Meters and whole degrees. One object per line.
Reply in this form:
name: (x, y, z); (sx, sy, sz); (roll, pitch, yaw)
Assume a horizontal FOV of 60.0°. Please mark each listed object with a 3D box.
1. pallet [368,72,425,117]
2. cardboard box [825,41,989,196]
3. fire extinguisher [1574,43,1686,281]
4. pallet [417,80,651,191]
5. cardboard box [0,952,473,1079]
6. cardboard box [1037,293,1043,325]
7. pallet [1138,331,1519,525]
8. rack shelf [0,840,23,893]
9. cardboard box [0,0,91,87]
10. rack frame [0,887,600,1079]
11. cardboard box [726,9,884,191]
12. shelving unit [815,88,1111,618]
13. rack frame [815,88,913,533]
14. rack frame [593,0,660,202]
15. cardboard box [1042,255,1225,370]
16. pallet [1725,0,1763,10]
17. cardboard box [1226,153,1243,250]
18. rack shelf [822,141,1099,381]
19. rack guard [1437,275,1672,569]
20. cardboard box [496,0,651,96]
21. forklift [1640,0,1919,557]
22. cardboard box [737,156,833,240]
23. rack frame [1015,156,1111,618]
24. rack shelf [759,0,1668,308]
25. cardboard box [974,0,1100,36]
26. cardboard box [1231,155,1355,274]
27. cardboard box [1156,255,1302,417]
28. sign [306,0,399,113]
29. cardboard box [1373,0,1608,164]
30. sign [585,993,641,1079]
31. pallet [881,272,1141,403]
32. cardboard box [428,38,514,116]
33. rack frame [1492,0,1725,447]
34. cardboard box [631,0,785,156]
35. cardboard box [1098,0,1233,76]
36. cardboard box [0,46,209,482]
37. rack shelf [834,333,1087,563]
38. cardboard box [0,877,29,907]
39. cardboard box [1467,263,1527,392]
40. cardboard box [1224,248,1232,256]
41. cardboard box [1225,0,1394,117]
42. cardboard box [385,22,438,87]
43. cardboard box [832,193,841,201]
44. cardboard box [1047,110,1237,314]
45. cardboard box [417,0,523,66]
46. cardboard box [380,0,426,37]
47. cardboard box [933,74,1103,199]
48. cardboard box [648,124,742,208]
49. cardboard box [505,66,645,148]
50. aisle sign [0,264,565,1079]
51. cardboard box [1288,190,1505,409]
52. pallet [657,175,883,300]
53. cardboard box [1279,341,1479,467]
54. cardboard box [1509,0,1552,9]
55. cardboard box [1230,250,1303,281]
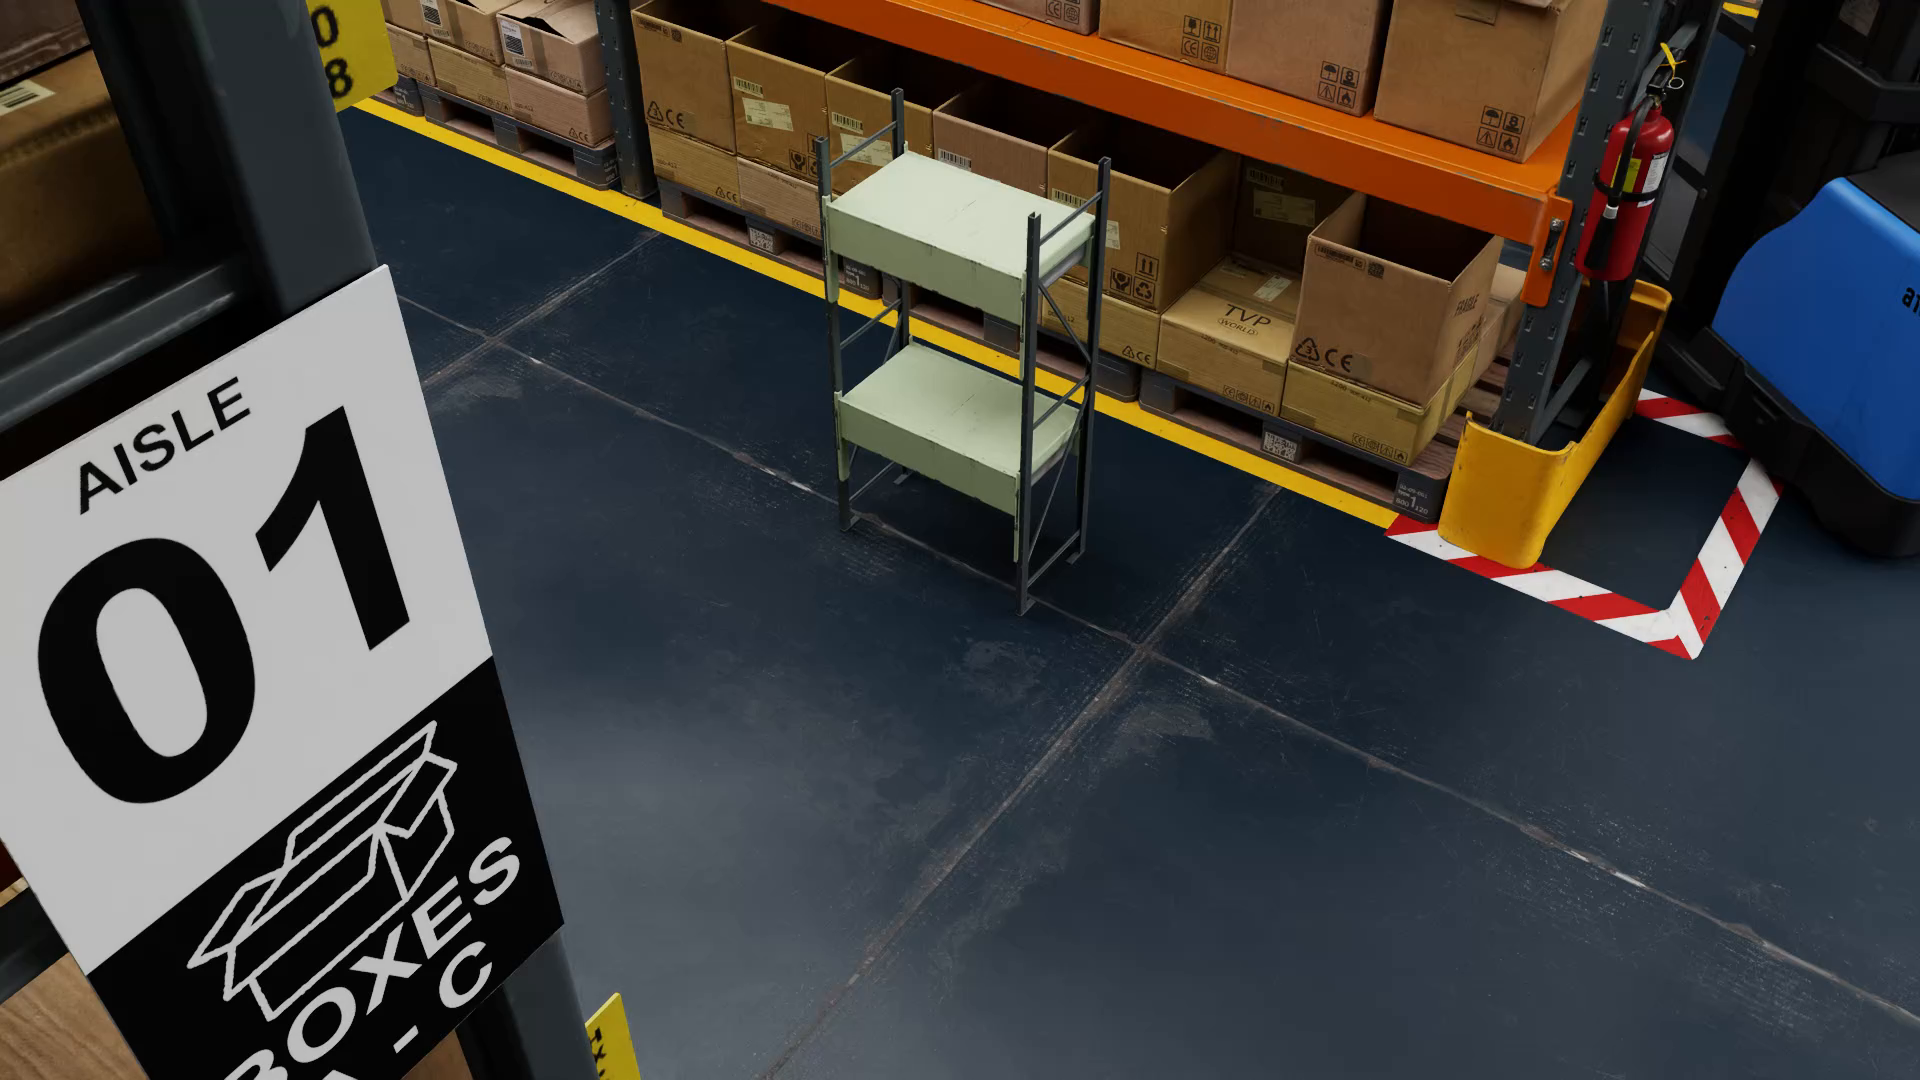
pallet: (-2.813, -2.615, 8.514); (1.213, 0.211, 1.003); (25, 48, 25)
cardboard box: (-0.166, -1.606, 6.480); (0.500, 0.500, 0.500); (25, 48, 25)
fire extinguisher: (1.921, -1.067, 4.751); (0.183, 0.674, 0.296); (25, 48, 25)
pallet: (-1.810, -2.148, 7.992); (1.213, 0.211, 1.003); (25, 48, 25)
cardboard box: (-0.969, 0.733, 2.216); (0.500, 0.500, 0.500); (25, 48, 25)
cardboard box: (0.247, -1.138, 6.520); (0.500, 0.250, 0.500); (25, 48, 25)
pallet: (1.440, -0.626, 6.291); (1.213, 0.211, 1.003); (25, 48, 25)
rack shelf: (-2.388, -0.304, 2.131); (4.000, 0.370, 1.077); (25, 48, 25)
cardboard box: (-0.927, -0.504, 0.975); (0.500, 0.500, 0.500); (22, 46, 22)
rack frame: (-0.751, 1.311, 2.035); (0.127, 3.000, 1.000); (25, 48, 25)
cardboard box: (-0.571, -1.802, 6.699); (0.500, 0.500, 0.500); (25, 48, 25)
shelving unit: (0.005, -0.556, 5.247); (0.755, 1.500, 0.431); (25, 48, 25)
rack frame: (-0.294, -0.697, 5.404); (0.023, 1.500, 0.400); (25, 48, 25)
rack frame: (-1.184, -2.926, 6.771); (0.127, 3.000, 1.000); (25, 48, 25)
cardboard box: (0.655, -0.946, 6.305); (0.500, 0.250, 0.500); (25, 48, 25)
pallet: (4.187, -3.376, 9.364); (1.213, 0.211, 1.003); (25, 48, 25)
cardboard box: (0.952, -1.508, 6.370); (0.500, 0.500, 0.500); (25, 48, 25)
rack shelf: (0.005, -0.847, 4.987); (0.720, 0.370, 0.431); (25, 48, 25)
rack guard: (2.110, -0.454, 5.883); (0.348, 0.500, 1.175); (25, 48, 25)
cardboard box: (-1.680, -2.266, 7.359); (0.500, 0.311, 0.500); (25, 48, 25)
forklift: (3.154, -2.031, 5.821); (1.130, 2.935, 3.031); (-10, 43, -11)
cardboard box: (-0.572, -1.521, 6.947); (0.500, 0.250, 0.500); (25, 48, 25)
rack frame: (0.305, -0.416, 5.090); (0.023, 1.500, 0.400); (25, 48, 25)
rack shelf: (0.453, -1.892, 6.155); (4.000, 0.370, 1.077); (25, 48, 25)
cardboard box: (0.447, -2.209, 5.894); (0.500, 0.500, 0.700); (27, 48, 27)
cardboard box: (1.369, -1.323, 6.164); (0.500, 0.500, 0.500); (25, 48, 25)
cardboard box: (1.066, -0.755, 6.092); (0.500, 0.250, 0.500); (25, 48, 25)
sign: (-0.439, -0.429, 1.075); (0.005, 0.325, 0.100); (25, 48, 25)
cardboard box: (1.716, -1.618, 5.233); (0.500, 0.500, 0.700); (25, 48, 25)
sign: (-0.439, 0.692, 2.078); (0.005, 0.325, 0.100); (25, 48, 25)
pallet: (0.446, -1.093, 6.813); (1.213, 0.211, 1.003); (25, 48, 25)
cardboard box: (-2.103, -2.253, 7.766); (0.500, 0.250, 0.500); (24, 47, 25)
rack frame: (2.091, -1.395, 5.059); (0.127, 3.000, 1.000); (25, 48, 25)
cardboard box: (-0.984, -1.989, 6.908); (0.500, 0.500, 0.500); (25, 48, 25)
cardboard box: (0.880, -2.009, 5.671); (0.500, 0.500, 0.700); (25, 48, 26)
cardboard box: (-0.881, -0.116, 1.291); (0.500, 0.500, 0.500); (26, 48, 26)
rack shelf: (0.005, -0.313, 5.464); (0.720, 0.370, 0.431); (25, 48, 25)
cardboard box: (-1.368, 0.539, 2.434); (0.500, 0.500, 0.500); (25, 48, 25)
cardboard box: (1.779, -0.853, 6.201); (0.500, 0.250, 0.500); (25, 48, 25)
cardboard box: (0.959, -1.234, 6.627); (0.500, 0.250, 0.500); (25, 48, 25)
cardboard box: (1.283, -1.816, 5.455); (0.500, 0.500, 0.700); (26, 48, 26)
cardboard box: (-2.522, -2.449, 7.984); (0.500, 0.250, 0.500); (26, 48, 26)
cardboard box: (-0.166, -1.327, 6.730); (0.500, 0.250, 0.500); (25, 48, 25)
cardboard box: (0.654, -1.224, 6.053); (0.500, 0.500, 0.500); (25, 48, 25)
cardboard box: (-2.110, -2.461, 7.578); (0.500, 0.311, 0.500); (26, 48, 26)
cardboard box: (-2.517, -2.654, 7.793); (0.500, 0.311, 0.500); (25, 47, 25)
cardboard box: (0.245, -1.416, 6.268); (0.500, 0.500, 0.500); (25, 48, 25)
cardboard box: (-0.979, -1.715, 7.164); (0.500, 0.250, 0.500); (25, 48, 25)
cardboard box: (-1.690, -2.059, 7.548); (0.500, 0.250, 0.500); (25, 47, 25)
aisle sign: (-0.519, 0.206, 1.321); (0.004, 0.787, 0.394); (25, 48, 25)
cardboard box: (1.481, -0.849, 5.634); (0.500, 0.500, 0.500); (25, 48, 25)
pallet: (-0.557, -1.560, 7.335); (1.213, 0.211, 1.003); (25, 48, 25)
cardboard box: (1.482, -0.571, 5.885); (0.500, 0.250, 0.500); (25, 48, 25)
cardboard box: (1.668, -1.716, 4.857); (0.250, 0.149, 0.380); (24, 47, 25)
cardboard box: (1.368, -1.043, 6.413); (0.500, 0.250, 0.500); (25, 48, 25)
